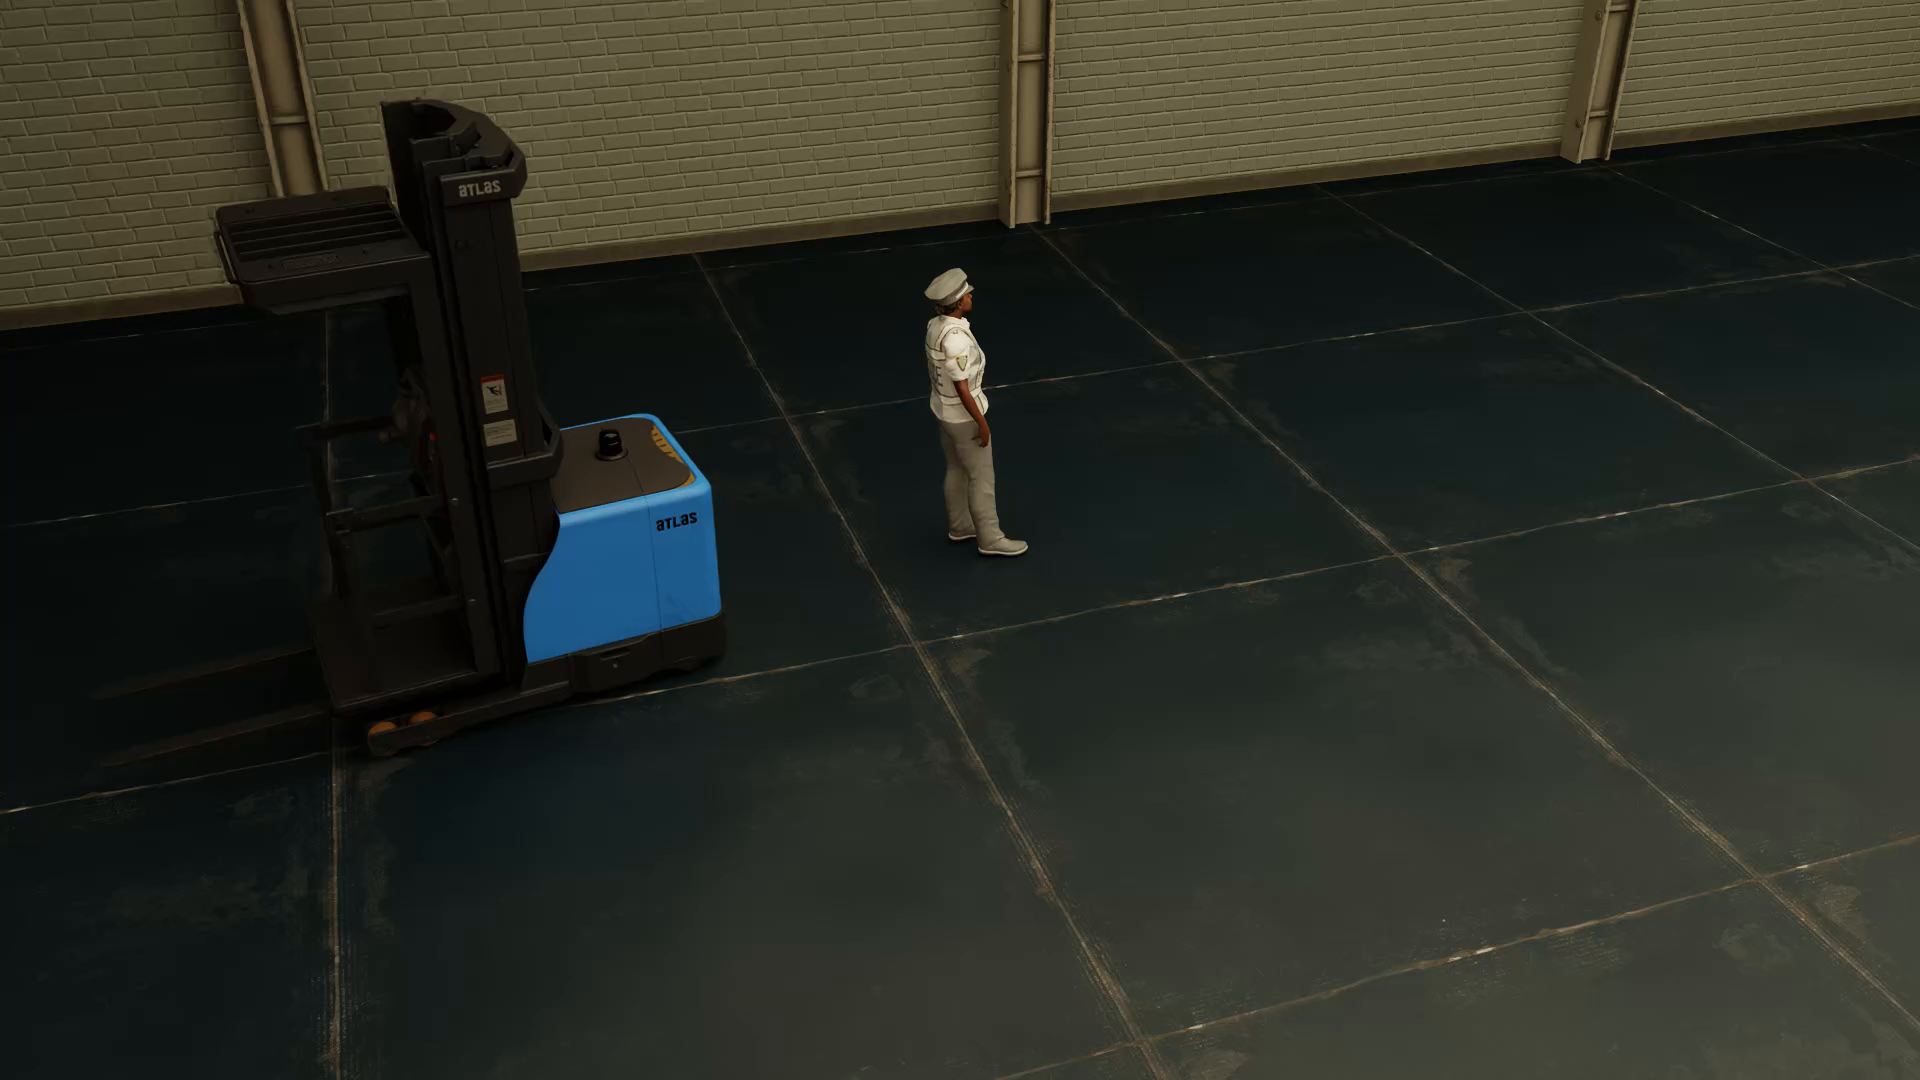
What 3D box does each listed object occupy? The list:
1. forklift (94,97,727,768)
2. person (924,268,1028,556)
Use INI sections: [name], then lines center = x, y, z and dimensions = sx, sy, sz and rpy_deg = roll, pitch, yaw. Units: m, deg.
[forklift]
center = -2.797, -0.507, 7.969
dimensions = 3.031, 2.935, 1.130
rpy_deg = -14, 33, -23
[person]
center = 0.077, -0.744, 9.604
dimensions = 0.528, 1.697, 0.570
rpy_deg = -10, 31, -16
